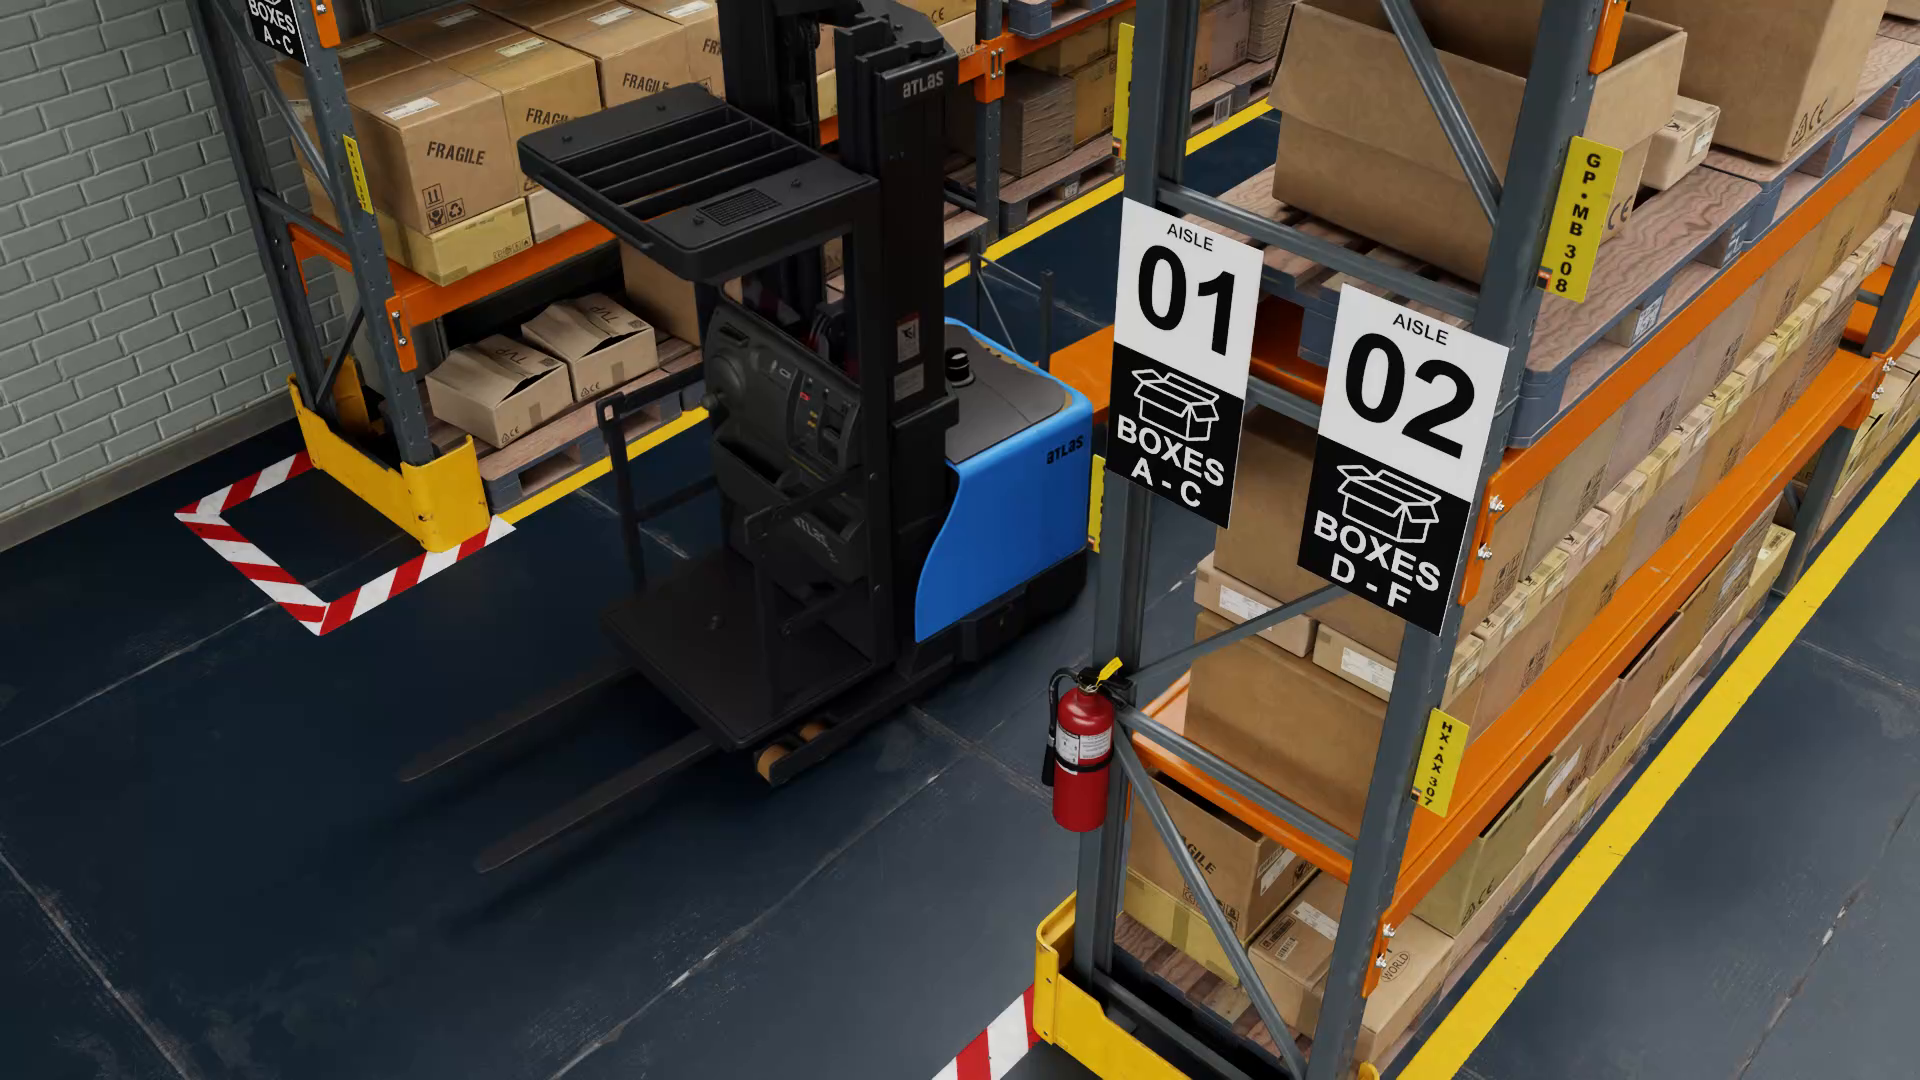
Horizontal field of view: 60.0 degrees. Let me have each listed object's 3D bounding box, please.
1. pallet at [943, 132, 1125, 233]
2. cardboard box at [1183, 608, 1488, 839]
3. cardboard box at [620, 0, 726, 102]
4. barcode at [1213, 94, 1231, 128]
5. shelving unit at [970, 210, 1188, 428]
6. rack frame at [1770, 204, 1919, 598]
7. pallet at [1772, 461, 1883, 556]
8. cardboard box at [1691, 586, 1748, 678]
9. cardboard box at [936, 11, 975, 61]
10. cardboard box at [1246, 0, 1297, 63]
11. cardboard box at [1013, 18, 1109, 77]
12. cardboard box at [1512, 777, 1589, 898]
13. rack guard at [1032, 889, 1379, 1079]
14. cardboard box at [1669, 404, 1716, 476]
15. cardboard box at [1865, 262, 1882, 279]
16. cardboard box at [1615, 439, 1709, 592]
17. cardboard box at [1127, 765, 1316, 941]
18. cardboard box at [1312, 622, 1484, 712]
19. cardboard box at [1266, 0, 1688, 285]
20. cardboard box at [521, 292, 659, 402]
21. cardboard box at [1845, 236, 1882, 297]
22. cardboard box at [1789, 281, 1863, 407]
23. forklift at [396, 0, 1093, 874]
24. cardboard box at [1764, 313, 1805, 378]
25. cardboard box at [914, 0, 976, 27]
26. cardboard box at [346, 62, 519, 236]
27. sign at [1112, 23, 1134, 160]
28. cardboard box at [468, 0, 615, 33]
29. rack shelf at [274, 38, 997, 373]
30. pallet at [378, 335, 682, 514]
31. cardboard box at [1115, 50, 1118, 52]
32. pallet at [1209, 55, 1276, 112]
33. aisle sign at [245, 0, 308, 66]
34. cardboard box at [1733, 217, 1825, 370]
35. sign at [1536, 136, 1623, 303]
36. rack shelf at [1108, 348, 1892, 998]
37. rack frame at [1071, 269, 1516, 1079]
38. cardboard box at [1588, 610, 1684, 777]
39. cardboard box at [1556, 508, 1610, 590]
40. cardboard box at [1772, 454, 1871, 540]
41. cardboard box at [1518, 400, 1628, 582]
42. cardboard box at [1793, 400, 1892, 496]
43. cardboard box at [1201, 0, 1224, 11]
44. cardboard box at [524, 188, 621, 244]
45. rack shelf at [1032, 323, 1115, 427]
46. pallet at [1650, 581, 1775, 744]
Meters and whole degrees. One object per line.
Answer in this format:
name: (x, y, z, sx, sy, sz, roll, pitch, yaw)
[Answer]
pallet: (0.356, -2.489, 10.994, 1.003, 0.211, 1.213, 30, 47, 32)
cardboard box: (1.117, 0.446, 4.983, 0.700, 0.500, 0.500, 30, 47, 32)
cardboard box: (-1.289, -2.420, 8.169, 0.500, 0.500, 0.500, 31, 48, 33)
barcode: (0.640, -1.049, 4.066, 0.001, 0.075, 0.075, 30, 47, 32)
shelving unit: (0.609, -0.868, 7.921, 1.083, 1.500, 0.587, -29, 47, -31)
rack frame: (3.491, -1.144, 7.062, 1.000, 3.000, 0.127, 30, 47, 32)
pallet: (3.960, -0.407, 8.376, 1.003, 0.211, 1.213, 30, 47, 32)
cardboard box: (2.995, 0.298, 7.120, 0.500, 0.250, 0.500, 30, 47, 32)
cardboard box: (-0.264, -2.826, 9.282, 0.500, 0.250, 0.500, 30, 47, 32)
cardboard box: (2.084, -3.901, 12.184, 0.700, 0.500, 0.500, 30, 48, 32)
cardboard box: (0.611, -3.258, 10.774, 0.500, 0.250, 0.500, 29, 47, 31)
cardboard box: (1.991, 0.992, 6.248, 0.500, 0.250, 0.500, 30, 47, 32)
rack guard: (0.777, 1.683, 5.515, 1.175, 0.500, 0.348, 30, 47, 32)
cardboard box: (2.254, -0.395, 5.519, 0.380, 0.149, 0.250, 30, 47, 32)
cardboard box: (3.791, -1.330, 7.416, 0.500, 0.250, 0.500, -31, 48, -33)
cardboard box: (2.160, -0.267, 5.879, 0.700, 0.500, 0.500, 31, 48, 33)
cardboard box: (0.935, 0.941, 5.710, 0.500, 0.500, 0.500, 30, 47, 32)
cardboard box: (1.216, 0.311, 4.631, 0.380, 0.149, 0.250, 29, 47, 32)
cardboard box: (1.184, -1.002, 3.941, 0.637, 0.503, 0.797, -31, 48, -33)
cardboard box: (-1.948, -1.046, 8.746, 0.500, 0.311, 0.500, -30, 47, -32)
cardboard box: (3.298, -1.109, 6.417, 0.380, 0.149, 0.250, 29, 47, 31)
cardboard box: (3.197, -0.976, 6.771, 0.700, 0.500, 0.500, 28, 46, 31)
forklift: (-0.856, -0.522, 6.335, 3.031, 2.935, 1.130, -29, 47, -31)
cardboard box: (2.778, -0.755, 5.972, 0.380, 0.149, 0.250, 29, 47, 32)
cardboard box: (-0.258, -3.118, 9.046, 0.500, 0.500, 0.500, 30, 47, 32)
cardboard box: (-2.322, -1.720, 7.289, 0.500, 0.500, 0.500, 30, 47, 32)
sign: (0.402, -1.030, 3.861, 0.100, 0.325, 0.005, 30, 47, 32)
cardboard box: (-2.013, -2.399, 8.143, 0.500, 0.500, 0.500, 28, 46, 31)
rack shelf: (-1.517, -2.022, 8.744, 1.077, 0.370, 4.000, 30, 47, 32)
pallet: (-2.241, -0.686, 8.727, 1.003, 0.211, 1.213, 30, 47, 32)
cardboard box: (1.002, -3.237, 11.349, 0.700, 0.500, 0.500, 30, 47, 32)
pallet: (2.003, -3.610, 12.404, 1.003, 0.211, 1.213, 30, 47, 32)
aisle sign: (-2.693, -2.243, 6.356, 0.394, 0.787, 0.004, 30, 47, 32)
cardboard box: (2.518, -1.022, 5.786, 0.700, 0.500, 0.500, 30, 47, 32)
sign: (1.198, -0.618, 3.224, 0.100, 0.325, 0.005, 30, 47, 32)
rack shelf: (2.142, 0.057, 6.130, 1.077, 0.370, 4.000, 30, 47, 32)
rack frame: (0.793, 0.694, 4.751, 1.000, 3.000, 0.127, 30, 47, 32)
cardboard box: (2.333, 0.471, 6.300, 0.500, 0.500, 0.500, 30, 47, 32)
cardboard box: (1.734, -0.041, 5.073, 0.380, 0.149, 0.250, 29, 47, 31)
cardboard box: (3.946, -0.313, 7.889, 0.500, 0.250, 0.500, 28, 47, 31)
cardboard box: (1.504, -0.330, 4.916, 0.700, 0.500, 0.500, 28, 46, 31)
cardboard box: (3.954, -0.537, 7.720, 0.500, 0.311, 0.500, 30, 47, 32)
cardboard box: (1.653, -3.959, 11.655, 0.500, 0.250, 0.500, 31, 48, 33)
cardboard box: (-1.963, -1.669, 7.827, 0.500, 0.250, 0.500, 28, 46, 31)
rack shelf: (0.602, -0.724, 8.028, 1.000, 0.185, 0.538, -29, 47, -31)
pallet: (2.924, 0.295, 7.493, 1.003, 0.211, 1.213, 30, 47, 32)
